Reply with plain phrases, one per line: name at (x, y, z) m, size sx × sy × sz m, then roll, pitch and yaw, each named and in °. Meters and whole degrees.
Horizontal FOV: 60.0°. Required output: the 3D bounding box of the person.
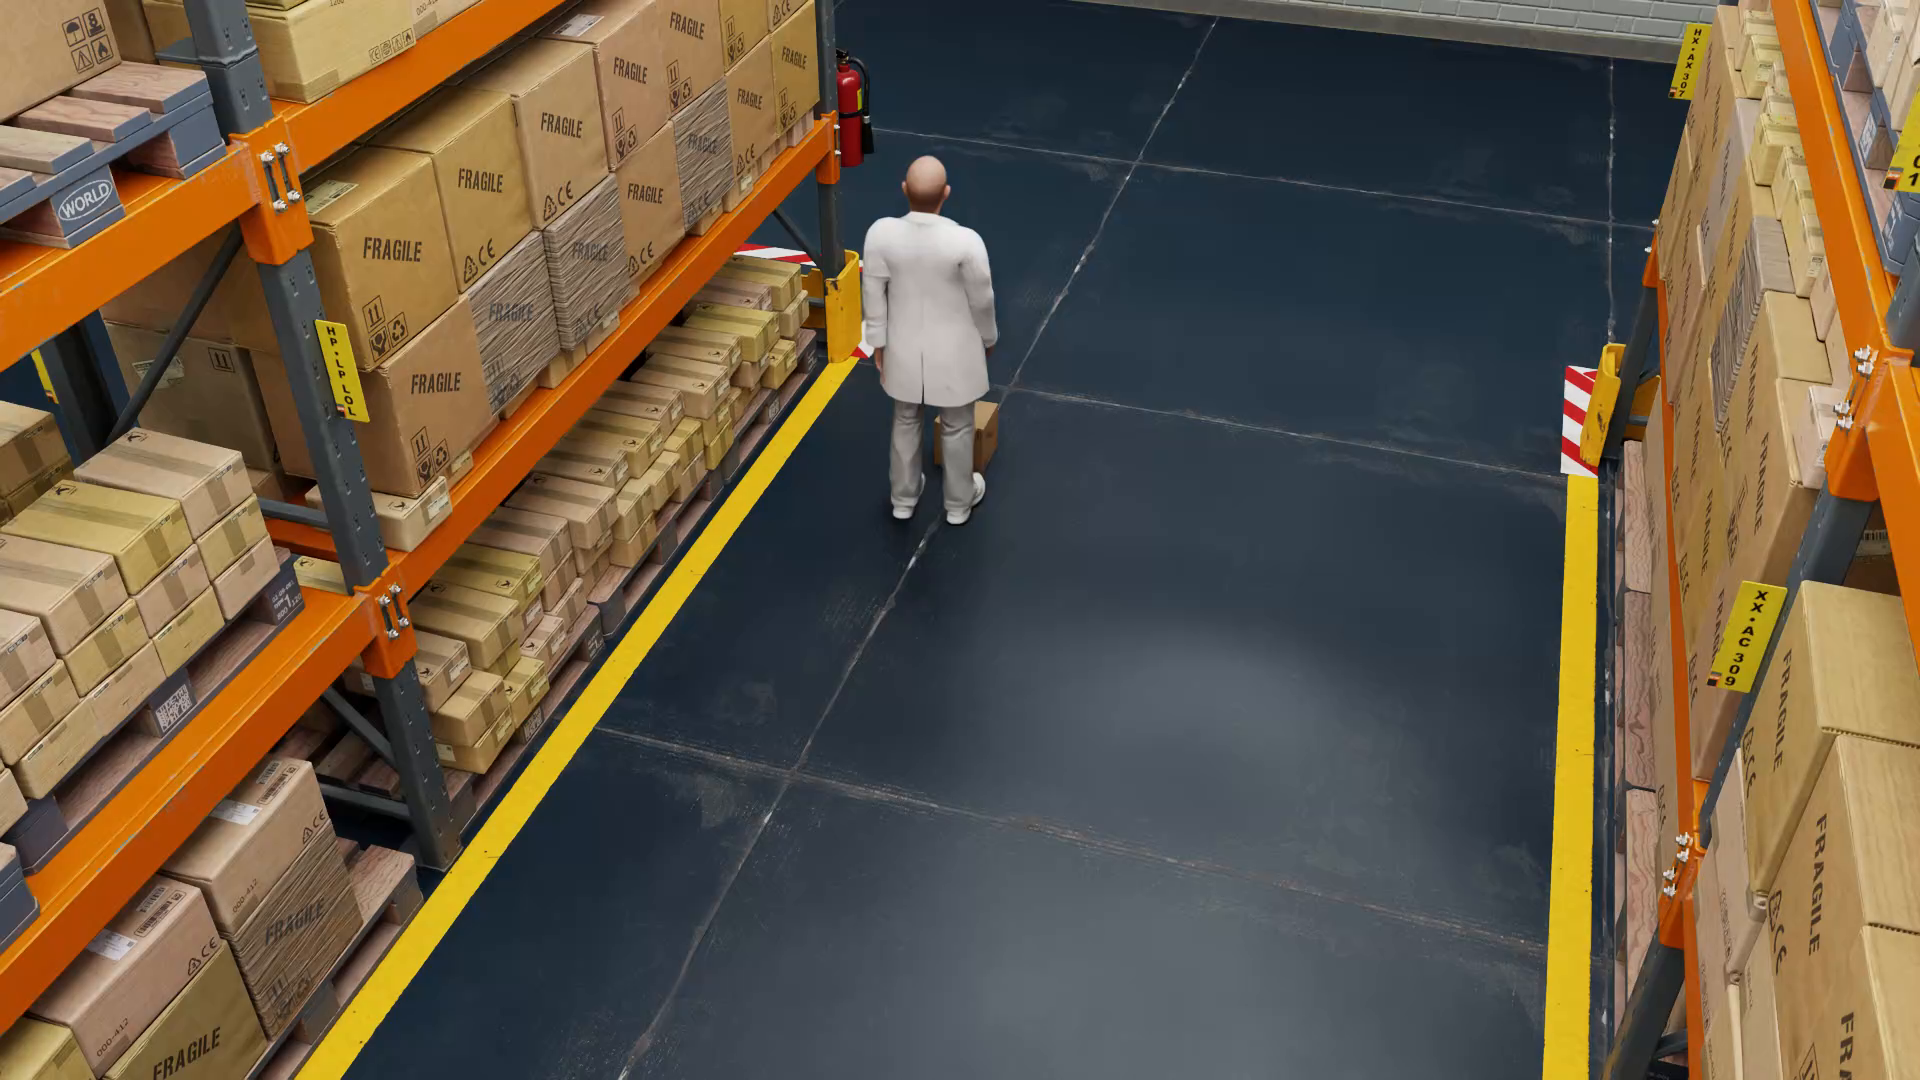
person at (-0.111, -0.882, 7.332) m, size 0.573 × 1.789 × 0.459 m, roll 10°, pitch 38°, yaw 13°
